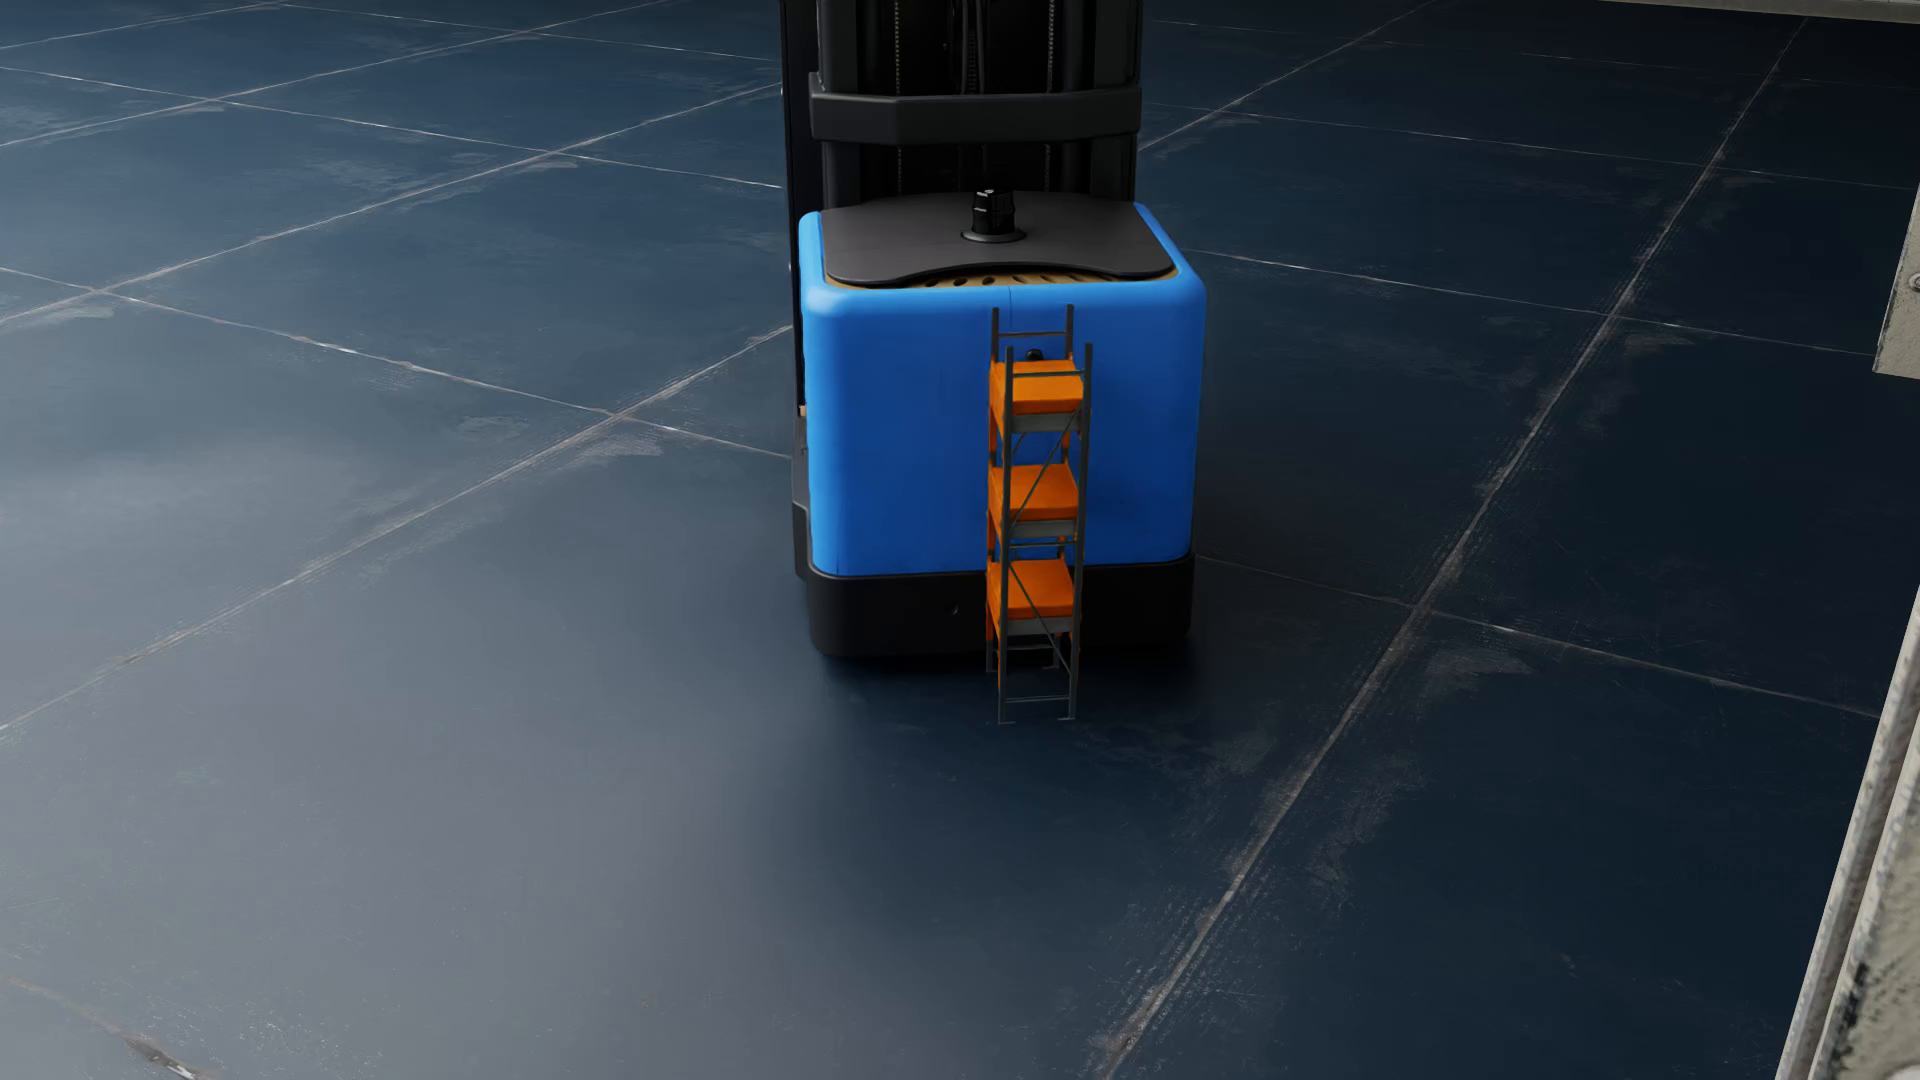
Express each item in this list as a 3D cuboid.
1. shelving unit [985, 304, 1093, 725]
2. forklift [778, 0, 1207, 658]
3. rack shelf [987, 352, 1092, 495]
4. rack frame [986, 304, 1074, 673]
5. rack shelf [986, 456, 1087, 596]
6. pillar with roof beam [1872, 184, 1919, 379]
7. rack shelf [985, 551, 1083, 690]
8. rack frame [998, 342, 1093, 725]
[{"bbox_3d":[0.187,-0.046,4.157,0.215,1.050,0.252,-3,29,-6],"label":"shelving unit"},{"bbox_3d":[-0.021,-1.623,5.219,1.130,2.935,3.031,-3,27,-5],"label":"forklift"},{"bbox_3d":[0.189,-0.285,4.025,0.215,0.259,0.240,-3,29,-6],"label":"rack shelf"},{"bbox_3d":[0.173,-0.105,4.263,0.200,1.050,0.008,-3,29,-6],"label":"rack frame"},{"bbox_3d":[0.187,-0.037,4.162,0.215,0.259,0.240,-3,29,-6],"label":"rack shelf"},{"bbox_3d":[0.094,-5.682,6.547,9.100,9.000,0.400,14,30,26],"label":"pillar with roof beam"},{"bbox_3d":[0.186,0.206,4.297,0.215,0.259,0.240,-3,29,-6],"label":"rack shelf"},{"bbox_3d":[0.202,0.013,4.051,0.200,1.050,0.008,-3,29,-6],"label":"rack frame"}]
